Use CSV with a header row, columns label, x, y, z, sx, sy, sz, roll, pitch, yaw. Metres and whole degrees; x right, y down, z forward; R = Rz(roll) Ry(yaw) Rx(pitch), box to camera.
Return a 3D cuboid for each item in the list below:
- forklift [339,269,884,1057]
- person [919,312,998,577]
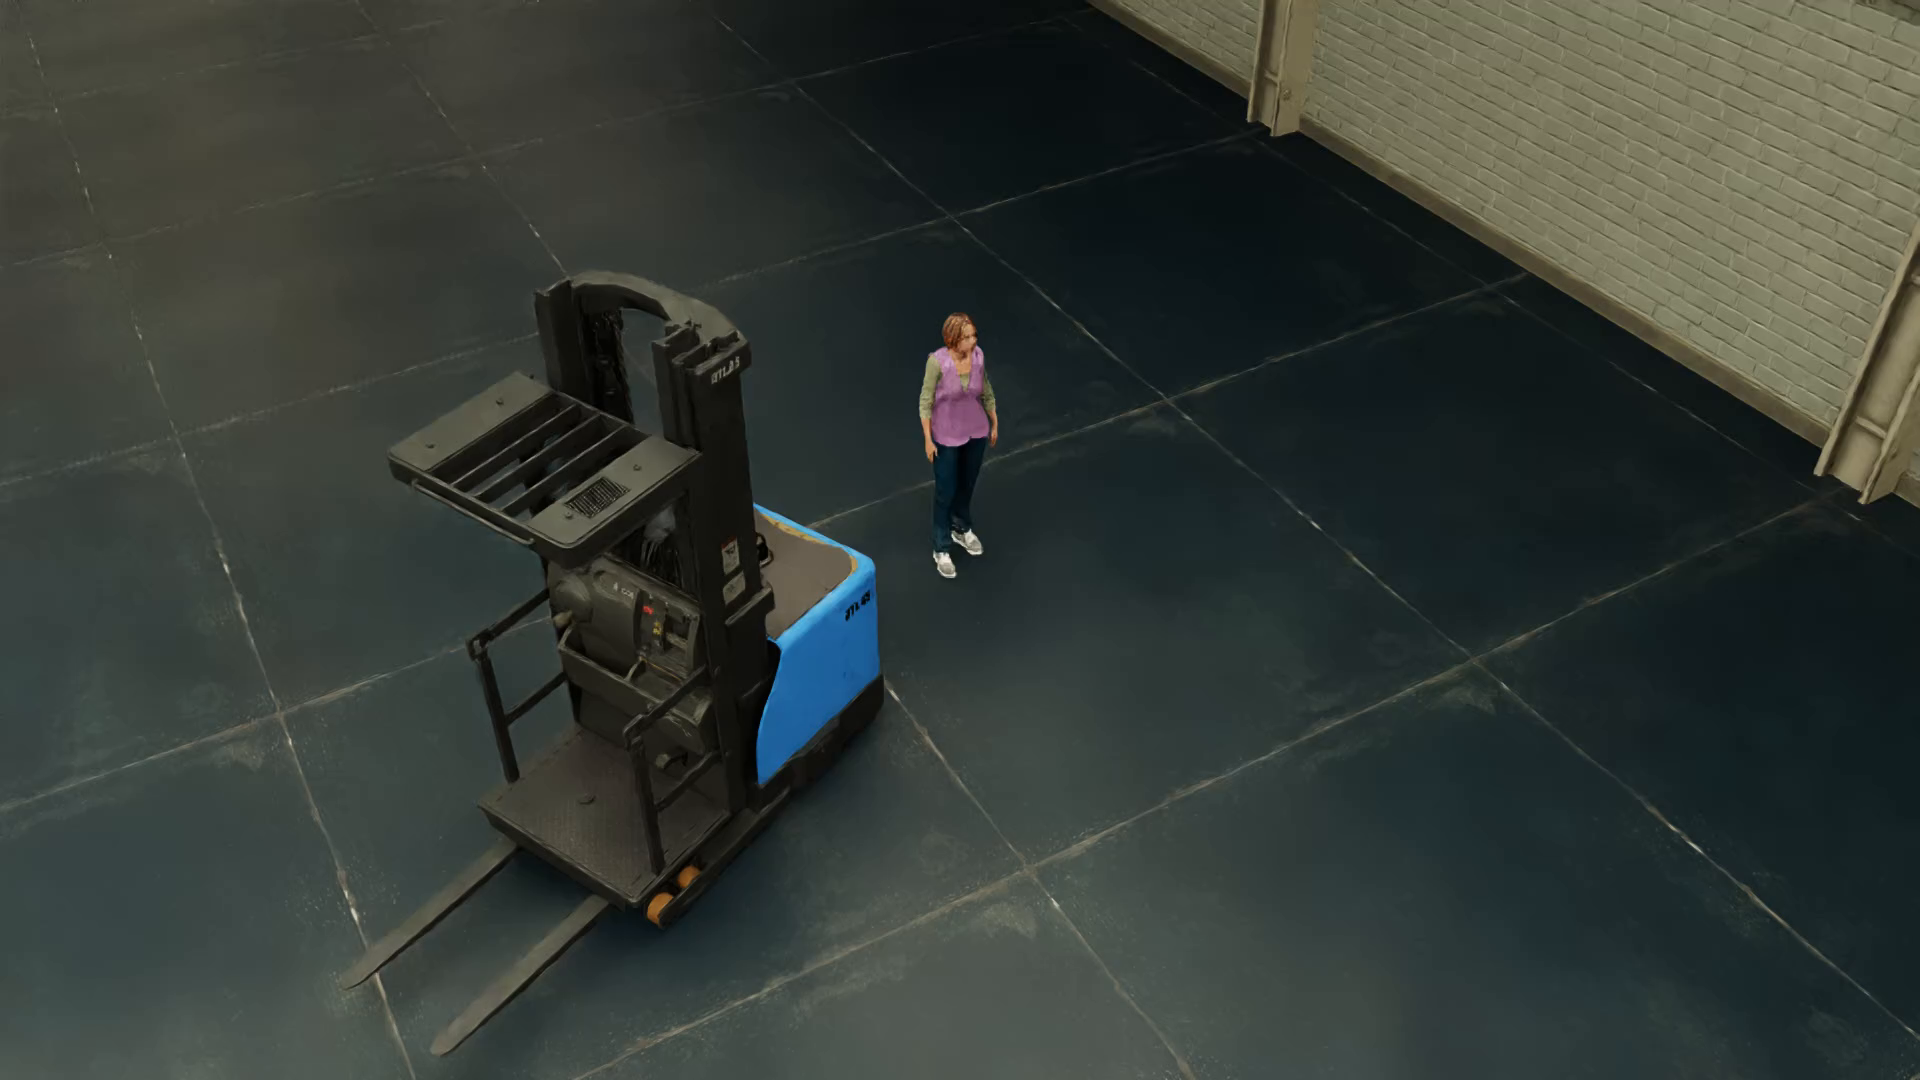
label,x,y,z,sx,sy,sz,roll,pitch,yaw
forklift,-1.680,0.390,7.566,1.130,2.935,3.031,24,45,26
person,0.025,-0.569,9.768,0.520,1.583,0.474,-20,44,-23
